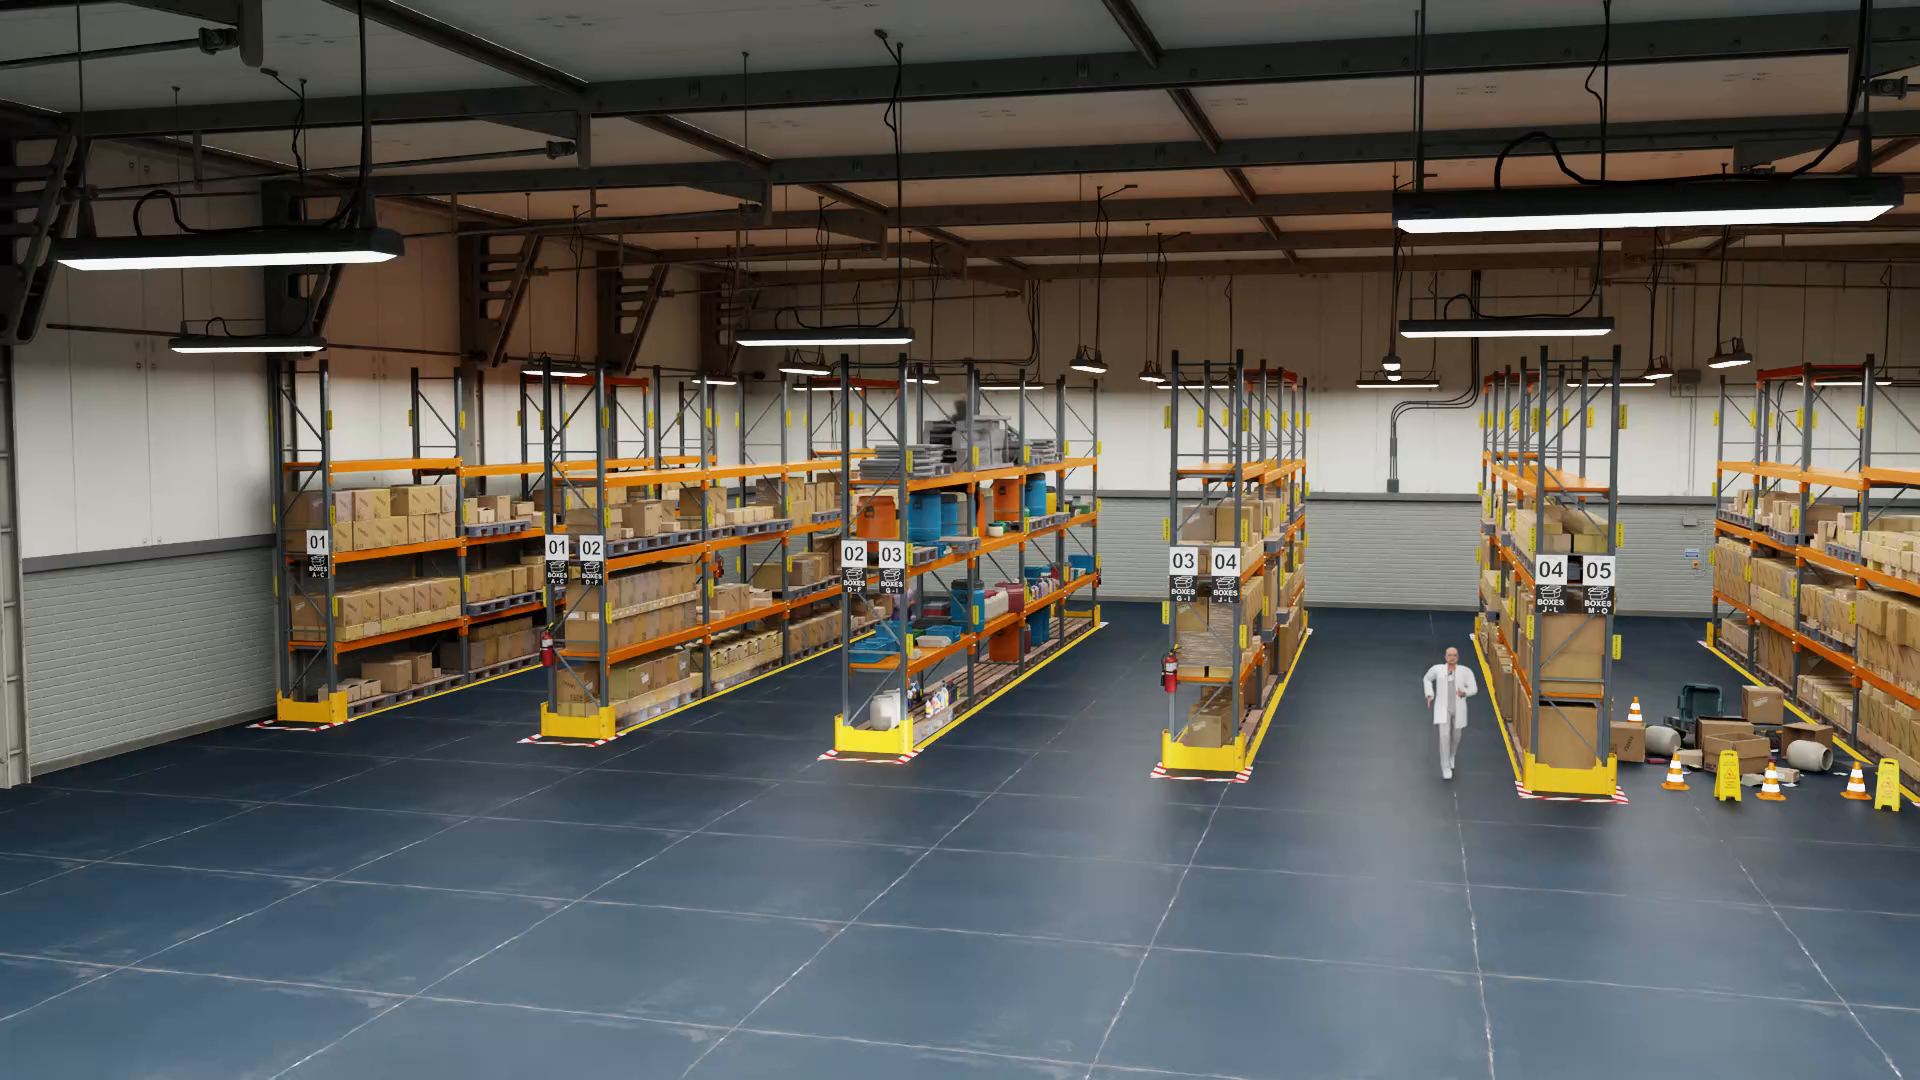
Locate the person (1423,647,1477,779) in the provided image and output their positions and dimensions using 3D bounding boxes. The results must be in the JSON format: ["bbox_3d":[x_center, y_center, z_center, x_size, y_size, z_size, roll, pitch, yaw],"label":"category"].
[{"bbox_3d":[6.921,2.400,23.481,0.710,1.778,1.015,1,4,10],"label":"person"}]

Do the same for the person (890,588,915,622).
[{"bbox_3d":[-1.256,1.618,35.881,0.579,1.677,0.703,0,4,5],"label":"person"}]
